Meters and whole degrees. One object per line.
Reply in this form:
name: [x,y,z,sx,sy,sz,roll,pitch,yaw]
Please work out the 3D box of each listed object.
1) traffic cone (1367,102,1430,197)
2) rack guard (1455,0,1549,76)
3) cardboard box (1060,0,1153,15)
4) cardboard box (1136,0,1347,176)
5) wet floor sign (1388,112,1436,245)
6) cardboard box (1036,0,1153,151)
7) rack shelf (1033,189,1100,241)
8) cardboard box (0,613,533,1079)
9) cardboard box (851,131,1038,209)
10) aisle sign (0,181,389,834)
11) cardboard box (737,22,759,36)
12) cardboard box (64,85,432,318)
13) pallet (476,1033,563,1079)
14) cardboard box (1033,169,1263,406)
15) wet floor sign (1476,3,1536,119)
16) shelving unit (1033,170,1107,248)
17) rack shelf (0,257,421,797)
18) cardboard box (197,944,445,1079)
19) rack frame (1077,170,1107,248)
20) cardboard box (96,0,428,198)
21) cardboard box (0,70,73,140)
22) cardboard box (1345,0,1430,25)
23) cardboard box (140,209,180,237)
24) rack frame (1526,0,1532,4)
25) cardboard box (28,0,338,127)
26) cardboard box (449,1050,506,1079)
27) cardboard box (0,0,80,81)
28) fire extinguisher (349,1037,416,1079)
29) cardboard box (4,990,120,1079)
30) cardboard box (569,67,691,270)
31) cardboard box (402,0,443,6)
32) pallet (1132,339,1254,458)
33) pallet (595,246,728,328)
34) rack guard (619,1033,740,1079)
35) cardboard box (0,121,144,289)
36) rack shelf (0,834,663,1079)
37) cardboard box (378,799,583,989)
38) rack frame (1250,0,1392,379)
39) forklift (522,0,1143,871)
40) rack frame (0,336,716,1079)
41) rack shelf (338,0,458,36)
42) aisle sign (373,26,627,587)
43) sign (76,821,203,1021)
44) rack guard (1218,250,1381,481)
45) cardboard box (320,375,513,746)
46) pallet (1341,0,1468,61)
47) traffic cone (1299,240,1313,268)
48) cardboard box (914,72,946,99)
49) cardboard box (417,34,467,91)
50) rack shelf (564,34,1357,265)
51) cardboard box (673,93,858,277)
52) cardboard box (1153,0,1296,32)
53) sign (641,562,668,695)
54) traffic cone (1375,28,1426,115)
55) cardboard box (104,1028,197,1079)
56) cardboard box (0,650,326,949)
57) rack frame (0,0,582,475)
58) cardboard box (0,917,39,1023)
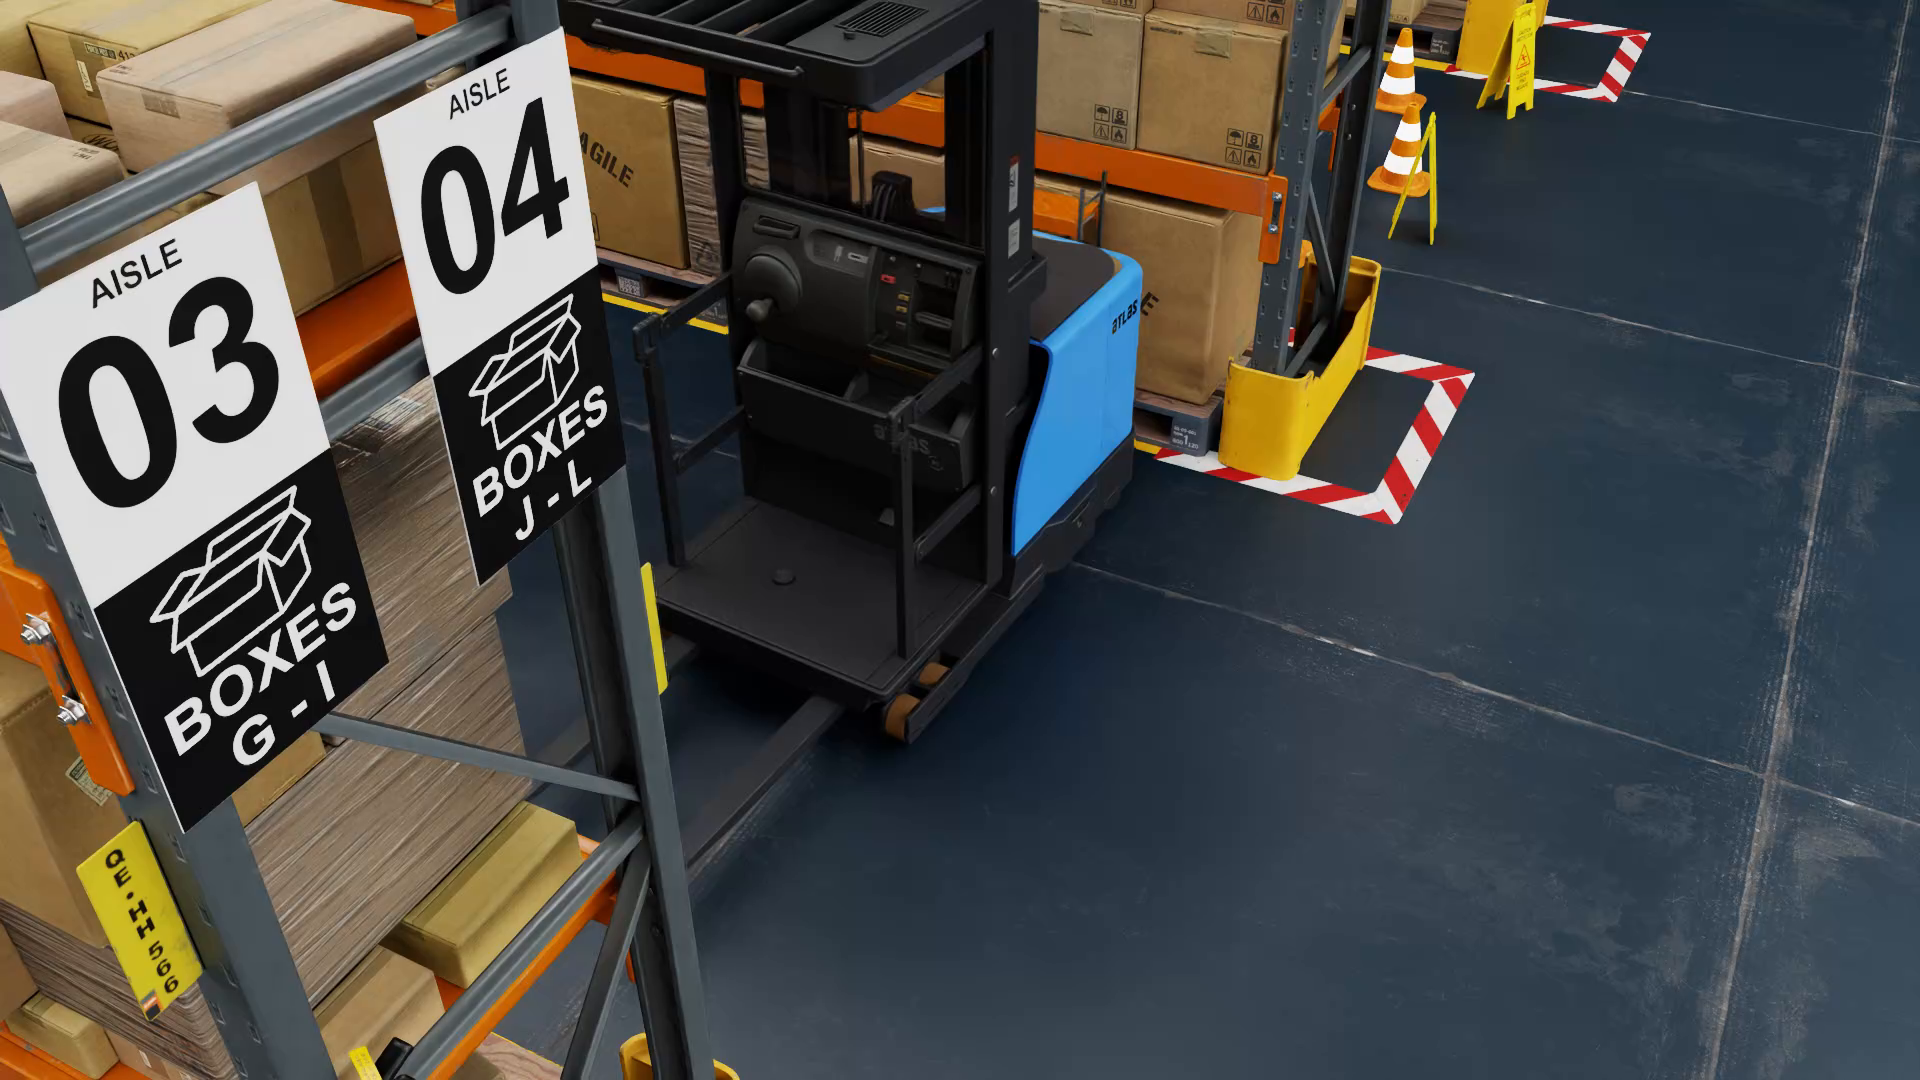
traffic cone: [2.498,-2.212,9.281,0.334,0.463,0.336,17,41,21]
rack guard: [3.614,-3.511,10.963,0.348,0.500,1.175,17,41,21]
cardboard box: [0.652,-2.518,6.569,0.550,0.550,0.875,17,41,21]
cardboard box: [1.145,-1.939,6.699,0.550,0.550,0.875,17,41,21]
wet floor sign: [2.431,-1.918,8.742,0.232,0.644,0.267,11,38,14]
cardboard box: [0.646,-2.080,6.885,0.550,0.550,0.875,17,41,21]
rack shelf: [0.312,-1.334,6.846,0.480,0.148,0.258,17,36,22]
cardboard box: [-1.352,0.509,3.270,0.500,0.500,0.875,17,41,21]
cardboard box: [0.080,-1.518,7.679,0.875,0.875,0.875,17,40,21]
aisle sign: [-0.959,-0.023,2.149,0.004,0.787,0.394,17,41,21]
cardboard box: [-0.800,-2.522,7.467,0.550,0.550,0.875,17,41,21]
cardboard box: [-1.185,-0.573,2.667,0.500,0.250,0.500,19,41,23]
pallet: [-1.649,1.679,4.363,1.213,0.211,1.003,17,41,21]
cardboard box: [0.862,-1.274,7.358,0.875,0.875,0.875,18,41,22]
wet floor sign: [3.358,-2.921,10.064,0.267,0.644,0.232,-29,46,-33]
shelving unit: [0.301,-1.004,7.060,0.503,1.200,0.258,17,36,22]
rack shelf: [-2.652,-0.630,3.213,4.000,0.370,1.077,17,41,21]
cardboard box: [-1.224,0.966,3.204,0.250,0.149,0.380,17,41,21]
rack frame: [0.517,-0.938,6.970,0.015,1.200,0.240,17,36,22]
cardboard box: [-1.014,-0.660,2.452,0.250,0.149,0.380,17,40,21]
cardboard box: [-1.443,-0.504,2.247,0.250,0.149,0.380,16,40,20]
cardboard box: [2.819,-3.645,10.998,0.500,0.250,0.500,17,40,21]
cardboard box: [-1.421,-0.298,2.305,0.500,0.250,0.500,18,41,23]
rack frame: [3.682,-4.486,10.179,0.127,3.000,1.000,17,41,21]
cardboard box: [-1.200,-0.784,2.615,0.250,0.149,0.380,18,41,22]
cardboard box: [-1.423,1.480,4.039,0.500,0.500,0.500,25,44,29]
cardboard box: [-1.481,-0.788,2.621,0.250,0.149,0.380,17,40,21]
fire extinguisher: [-0.986,1.145,2.825,0.183,0.674,0.296,17,41,21]
cardboard box: [-1.691,0.854,3.351,0.250,0.149,0.380,17,41,21]
cardboard box: [-1.531,-2.021,8.342,0.875,0.875,0.875,18,41,22]
cardboard box: [-2.643,-2.954,8.078,0.500,0.500,0.500,17,40,21]
pallet: [0.749,-0.870,7.722,1.213,0.211,1.003,17,41,21]
pallet: [-1.418,-1.548,8.615,1.213,0.211,1.003,17,41,21]
rack guard: [-0.943,1.809,3.953,0.348,0.500,1.175,17,41,21]
cardboard box: [-1.266,-0.369,2.069,0.250,0.149,0.380,17,41,21]
rack shelf: [-2.652,0.565,4.120,4.000,0.370,1.077,17,41,21]
cardboard box: [-1.019,0.727,3.519,0.250,0.149,0.380,17,41,21]
rack frame: [1.495,-1.800,6.641,0.127,3.000,1.000,17,41,21]
forklift: [-0.469,-0.784,5.359,1.130,2.935,3.031,20,42,24]
rack frame: [-0.876,0.835,3.170,0.127,3.000,1.000,17,41,21]
rack shelf: [-3.833,-3.182,9.056,4.000,0.370,1.077,17,41,21]
aisle sign: [-0.683,-0.345,2.573,0.004,0.787,0.394,17,41,21]
sign: [-1.149,0.540,2.339,0.005,0.325,0.100,17,41,21]
rack guard: [1.516,-0.798,7.388,0.348,0.500,1.175,17,41,21]
cardboard box: [-1.239,-0.021,3.141,0.500,0.500,0.500,17,41,21]
pallet: [2.909,-3.641,11.372,1.213,0.211,1.003,17,41,21]
traffic cone: [1.676,-1.700,8.607,0.334,0.463,0.336,17,41,21]
cardboard box: [0.207,-2.303,7.179,0.550,0.550,0.875,17,41,21]
cardboard box: [-2.650,-2.308,8.823,0.750,0.750,1.050,17,40,21]
rack shelf: [-0.281,-2.070,7.591,4.000,0.370,1.077,17,41,21]
cardboard box: [-0.729,-1.772,8.014,0.875,0.875,0.875,18,41,22]
cardboard box: [1.183,-2.414,6.432,0.550,0.550,0.875,17,41,21]
sign: [-0.627,0.198,3.292,0.005,0.325,0.100,17,41,21]
traffic cone: [2.706,-2.903,10.191,0.334,0.463,0.336,17,41,21]
cardboard box: [-1.446,0.896,3.296,0.250,0.149,0.380,17,41,21]
cardboard box: [-1.478,0.258,2.774,0.500,0.500,0.500,17,41,21]
rack frame: [-0.876,-1.555,1.356,0.127,3.000,1.000,17,41,21]
cardboard box: [-1.851,0.434,3.369,0.500,0.500,0.875,17,41,21]
